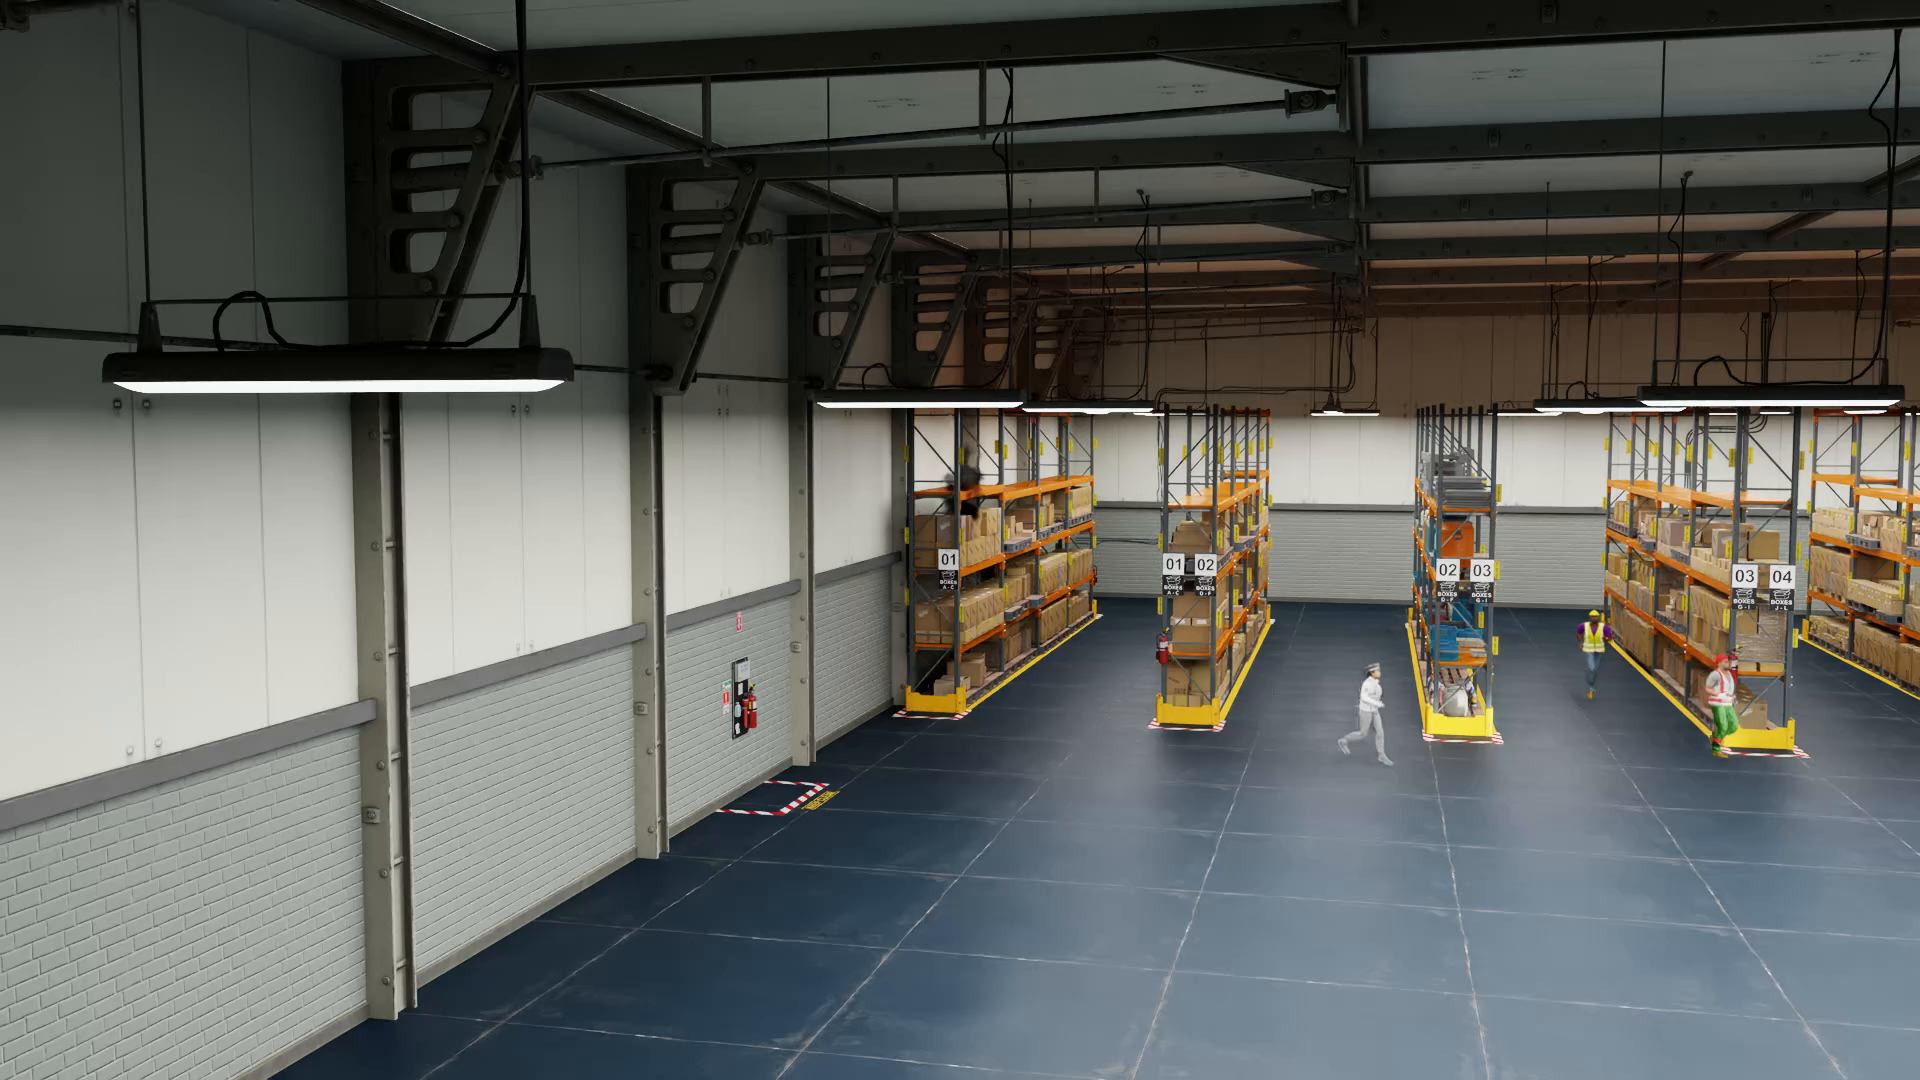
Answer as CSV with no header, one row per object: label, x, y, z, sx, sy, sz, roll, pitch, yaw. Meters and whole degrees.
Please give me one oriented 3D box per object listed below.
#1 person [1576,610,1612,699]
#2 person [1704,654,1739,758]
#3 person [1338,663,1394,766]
person,13.113,2.351,34.363,0.664,1.833,0.783,1,4,10
person,12.953,2.813,28.232,0.705,1.758,0.602,-2,5,-27
person,6.782,2.869,27.700,0.971,1.691,0.638,3,5,33
